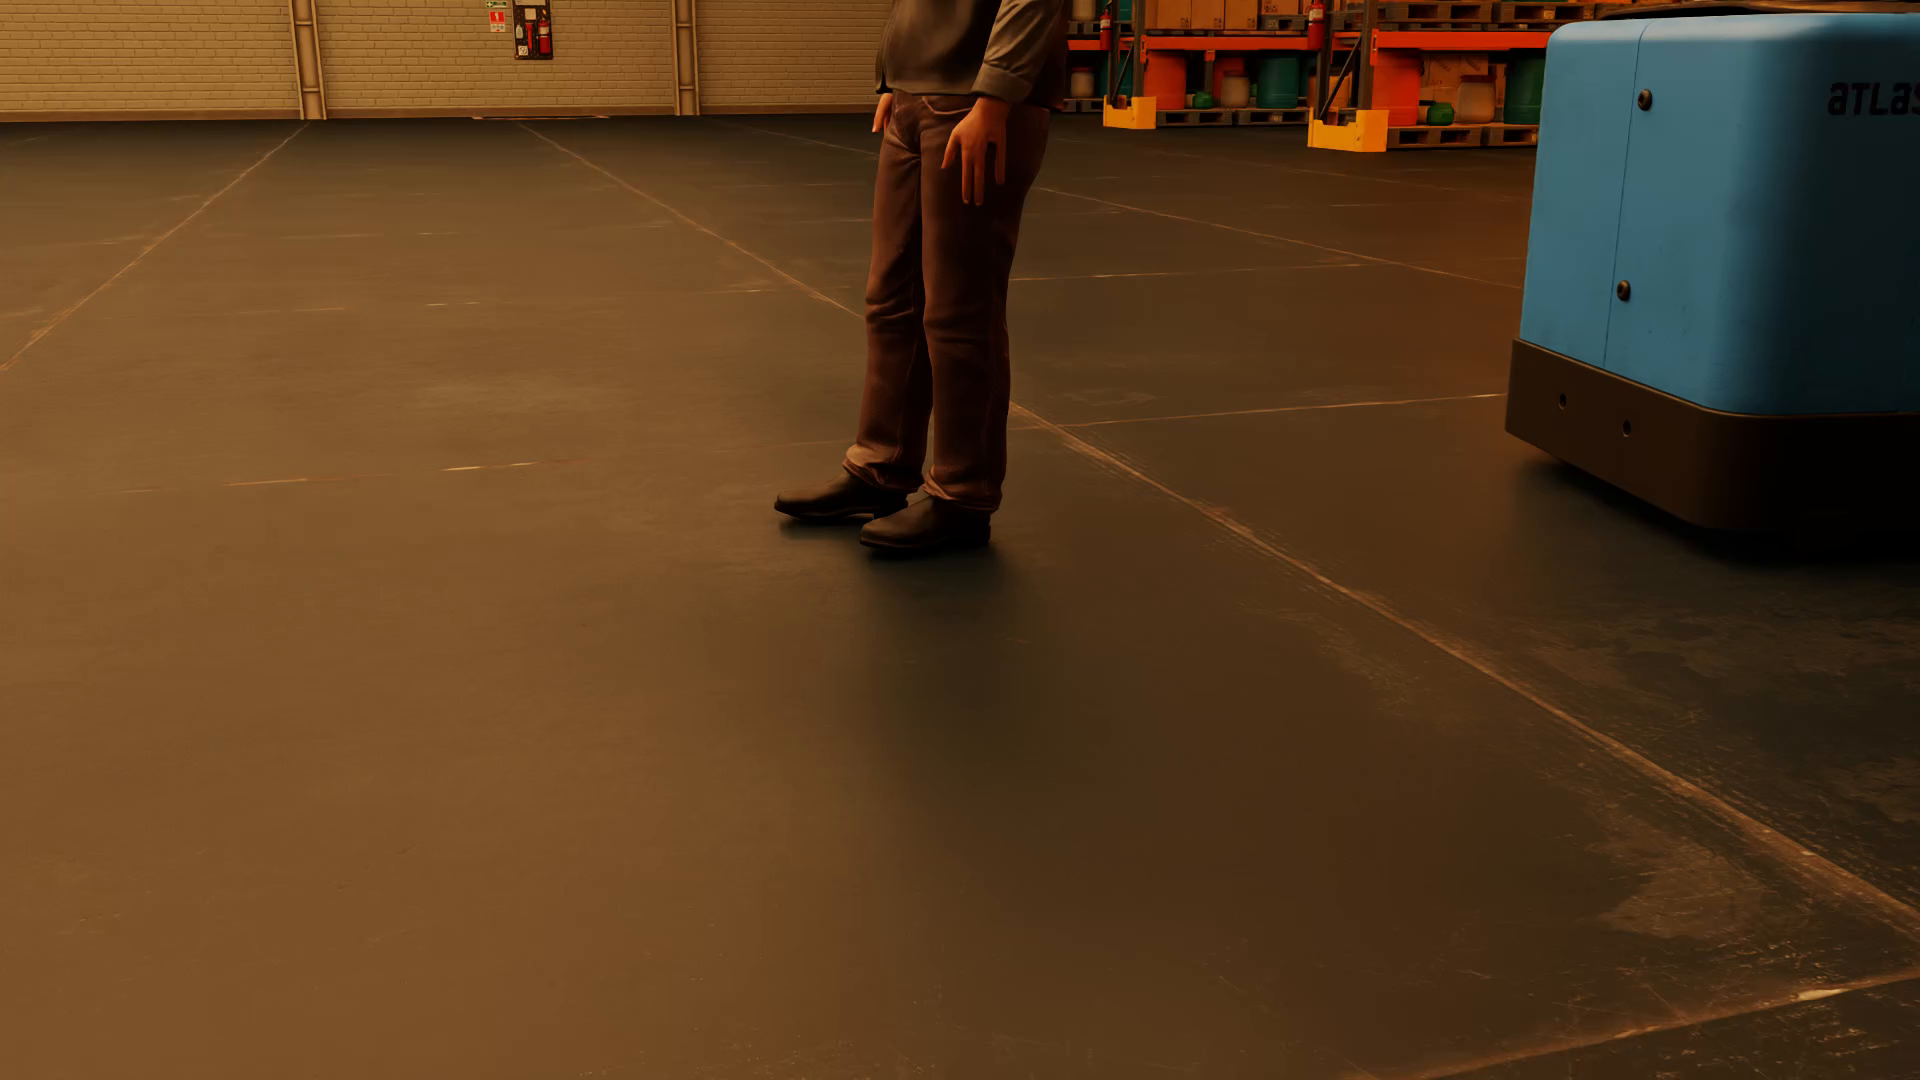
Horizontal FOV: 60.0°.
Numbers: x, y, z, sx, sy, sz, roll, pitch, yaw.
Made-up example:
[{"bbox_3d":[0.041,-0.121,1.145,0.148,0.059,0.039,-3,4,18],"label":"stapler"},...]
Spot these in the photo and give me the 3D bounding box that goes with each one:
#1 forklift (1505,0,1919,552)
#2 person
[{"bbox_3d":[2.952,-1.545,3.626,3.031,2.935,1.130,-2,16,-7],"label":"forklift"},{"bbox_3d":[-0.062,-0.830,3.311,0.566,1.722,0.634,-5,17,-17],"label":"person"}]
